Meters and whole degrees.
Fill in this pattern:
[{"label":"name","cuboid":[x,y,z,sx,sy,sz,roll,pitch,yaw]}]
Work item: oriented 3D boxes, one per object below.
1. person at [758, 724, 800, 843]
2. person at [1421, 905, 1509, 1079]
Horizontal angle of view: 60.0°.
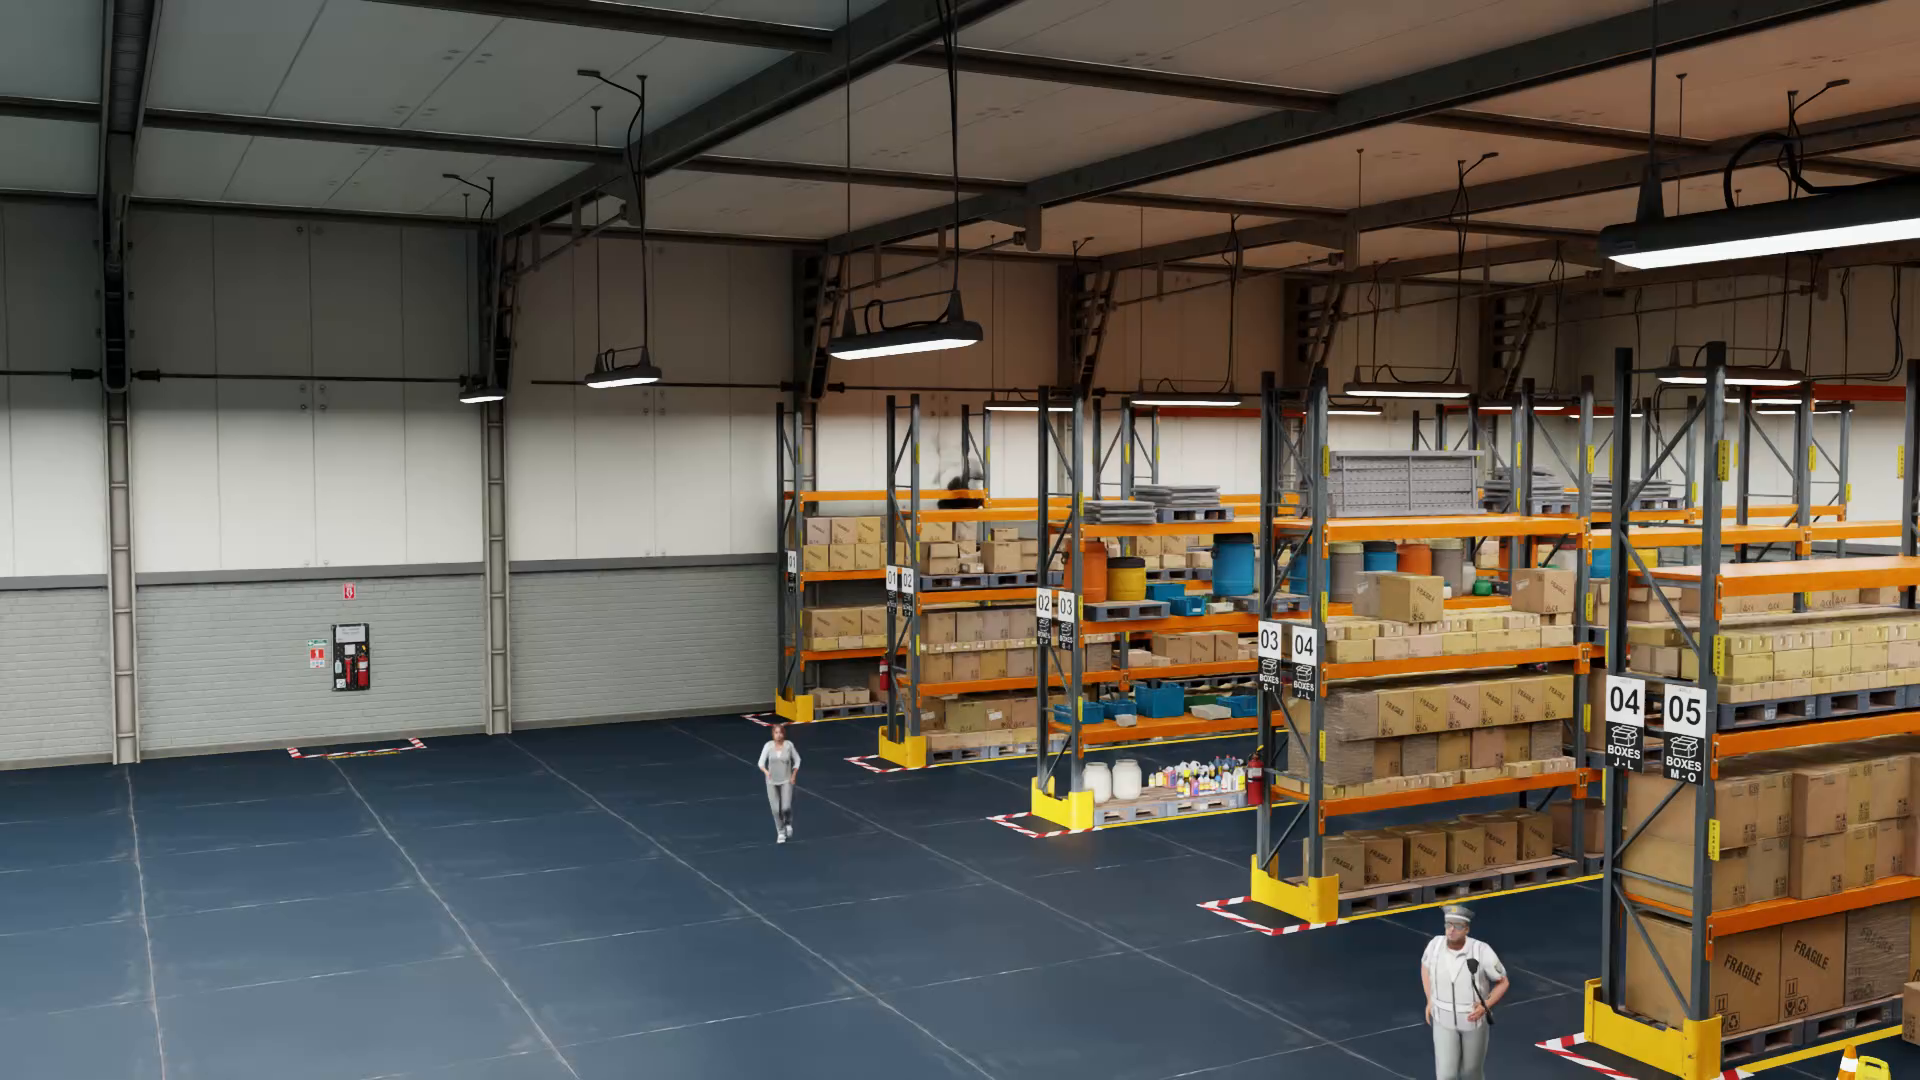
[{"label":"person","cuboid":[-2.347,3.159,21.539,0.540,1.561,0.520,0,3,-1]},{"label":"person","cuboid":[3.756,3.578,12.414,0.657,1.794,0.855,2,4,27]}]
